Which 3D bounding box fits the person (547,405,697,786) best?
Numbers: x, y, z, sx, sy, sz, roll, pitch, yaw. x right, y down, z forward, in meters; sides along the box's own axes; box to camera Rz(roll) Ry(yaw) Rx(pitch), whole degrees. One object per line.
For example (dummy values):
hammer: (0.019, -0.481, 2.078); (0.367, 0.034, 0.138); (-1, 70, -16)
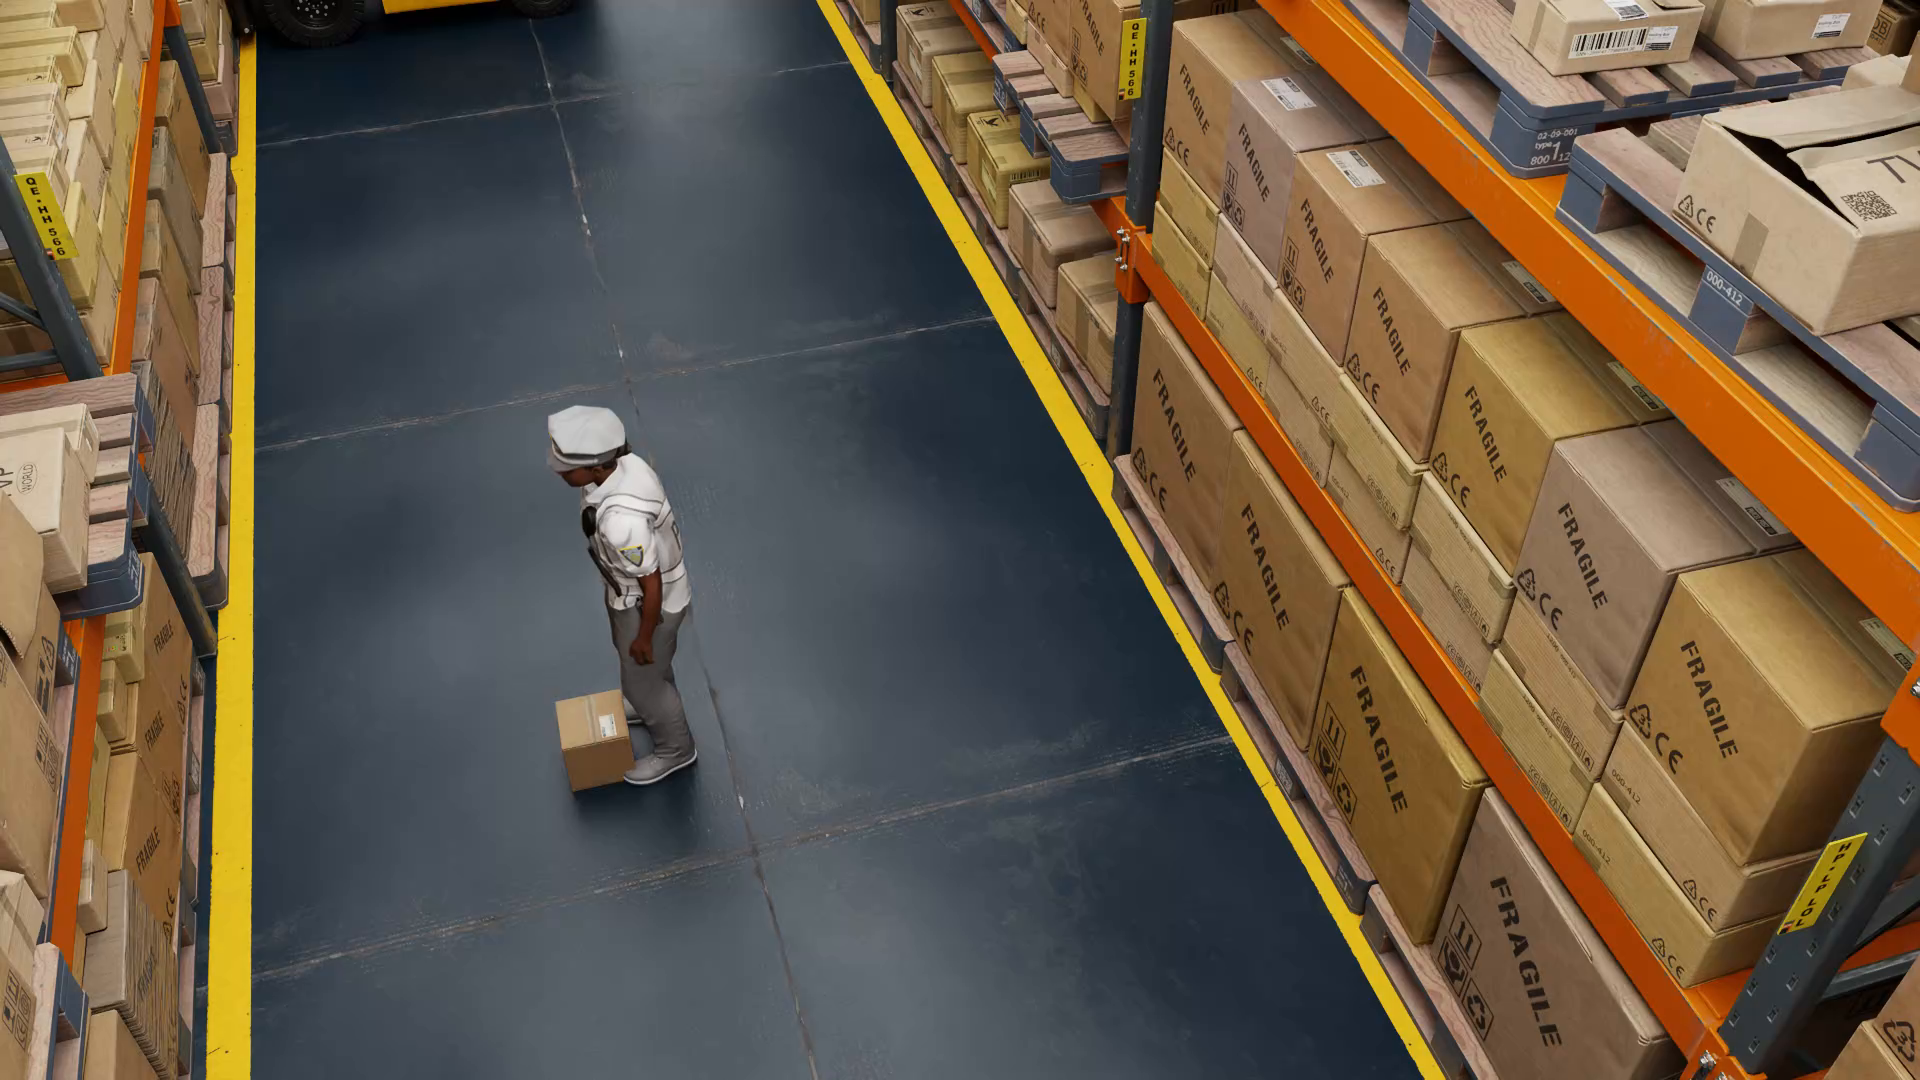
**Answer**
person: (-1.170, 0.193, 5.947); (0.393, 1.663, 0.532); (-14, 44, -15)
